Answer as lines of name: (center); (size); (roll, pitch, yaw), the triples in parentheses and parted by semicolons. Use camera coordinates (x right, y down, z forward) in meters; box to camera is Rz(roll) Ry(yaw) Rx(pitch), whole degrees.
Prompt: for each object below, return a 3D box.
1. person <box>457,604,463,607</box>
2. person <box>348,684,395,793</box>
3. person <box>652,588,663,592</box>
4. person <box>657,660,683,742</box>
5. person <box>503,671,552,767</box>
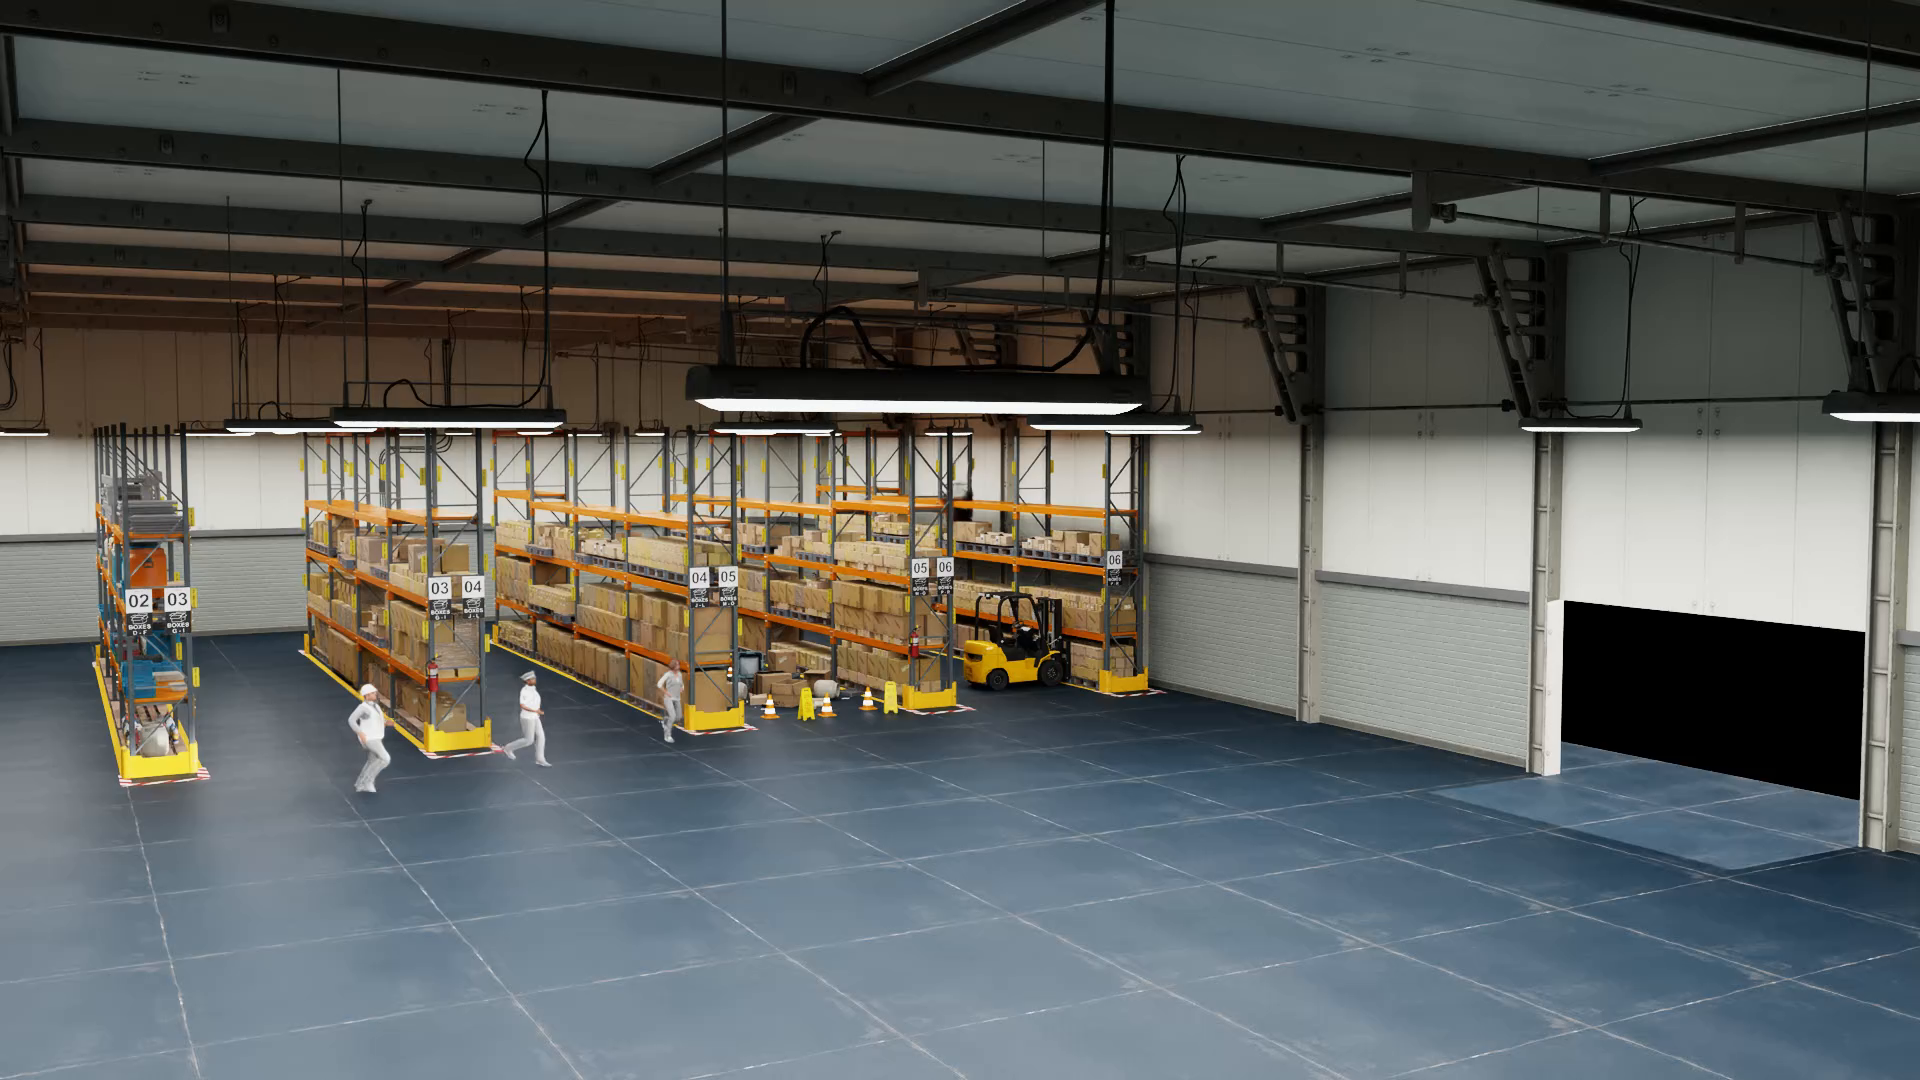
person: (-13.407, 2.139, 44.664); (0.733, 1.745, 0.660); (-2, 4, -27)
person: (-9.480, 3.209, 26.894); (0.670, 1.751, 0.637); (0, 3, 1)
person: (-9.097, 1.821, 50.565); (0.906, 1.718, 0.682); (0, 3, -4)
person: (-5.516, 3.053, 31.775); (0.624, 1.543, 0.562); (3, 5, 42)
person: (-7.576, 3.139, 29.131); (0.839, 1.696, 0.595); (0, 3, 4)
